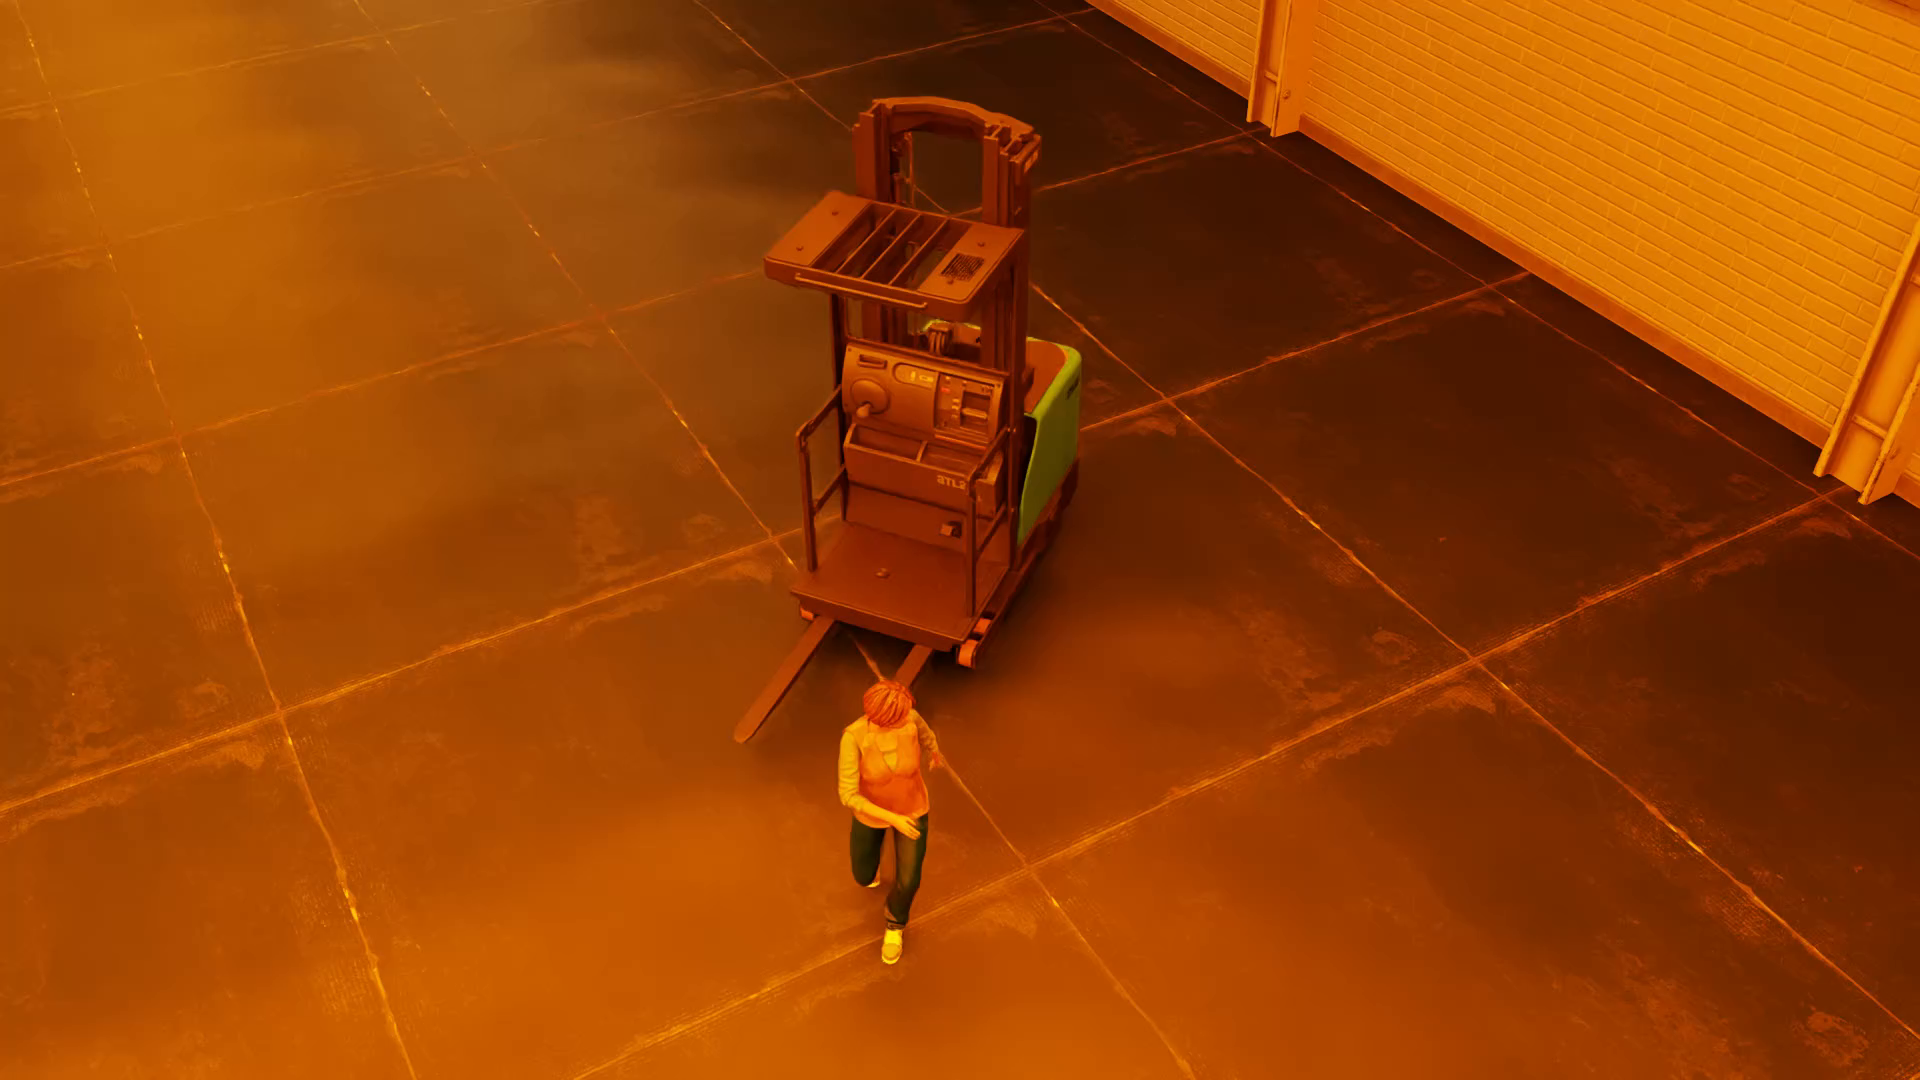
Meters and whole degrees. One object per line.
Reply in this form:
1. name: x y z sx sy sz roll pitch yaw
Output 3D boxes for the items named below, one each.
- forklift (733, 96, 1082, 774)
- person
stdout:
1. forklift: -0.290 -0.715 8.898 1.130 2.935 3.031 15 42 18
2. person: -0.310 1.231 7.677 0.494 1.516 0.659 -3 40 -4
